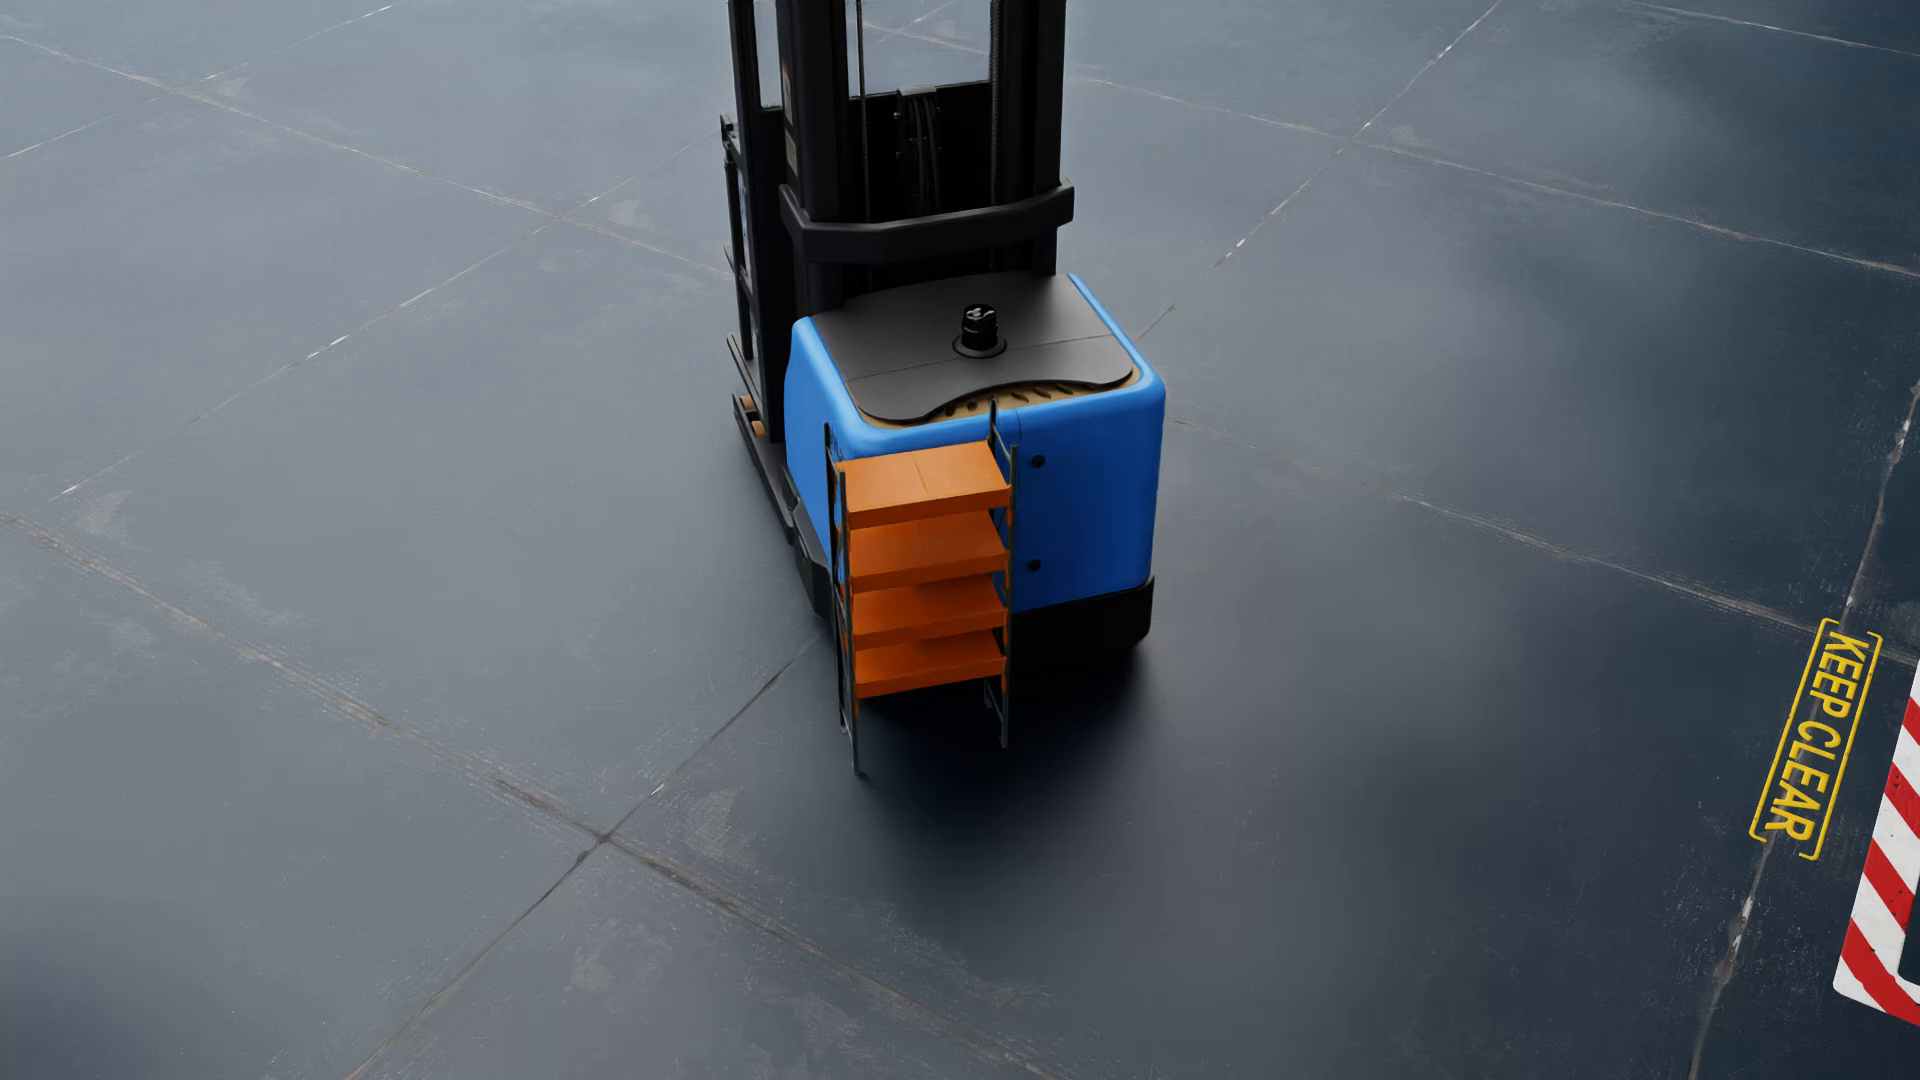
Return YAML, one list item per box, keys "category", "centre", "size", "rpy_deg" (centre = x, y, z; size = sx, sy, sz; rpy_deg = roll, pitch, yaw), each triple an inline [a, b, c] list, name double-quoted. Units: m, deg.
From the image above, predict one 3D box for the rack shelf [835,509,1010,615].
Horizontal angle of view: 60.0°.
- category: "rack shelf"
  centre: [-0.116, 0.049, 4.942]
  size: [0.480, 0.148, 0.258]
  rpy_deg: [-9, 40, -11]

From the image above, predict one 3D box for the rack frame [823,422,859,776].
- category: "rack frame"
  centre: [-0.353, 0.208, 4.992]
  size: [0.015, 1.200, 0.240]
  rpy_deg: [-9, 40, -11]

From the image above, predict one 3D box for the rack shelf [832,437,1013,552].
- category: "rack shelf"
  centre: [-0.115, -0.135, 4.794]
  size: [0.480, 0.148, 0.258]
  rpy_deg: [-9, 40, -11]

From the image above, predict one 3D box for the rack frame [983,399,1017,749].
- category: "rack frame"
  centre: [0.119, 0.133, 5.089]
  size: [0.015, 1.200, 0.240]
  rpy_deg: [-9, 40, -11]

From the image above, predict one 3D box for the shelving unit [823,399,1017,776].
- category: "shelving unit"
  centre: [-0.117, 0.171, 5.040]
  size: [0.503, 1.200, 0.258]
  rpy_deg: [-9, 40, -11]

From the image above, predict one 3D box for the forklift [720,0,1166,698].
- category: "forklift"
  centre: [-0.289, -1.546, 5.855]
  size: [1.130, 2.935, 3.031]
  rpy_deg: [-11, 39, -14]

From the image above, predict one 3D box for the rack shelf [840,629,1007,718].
- category: "rack shelf"
  centre: [-0.119, 0.377, 5.208]
  size: [0.480, 0.148, 0.258]
  rpy_deg: [-9, 40, -11]

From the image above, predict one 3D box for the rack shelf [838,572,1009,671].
- category: "rack shelf"
  centre: [-0.118, 0.223, 5.083]
  size: [0.480, 0.148, 0.258]
  rpy_deg: [-9, 40, -11]
